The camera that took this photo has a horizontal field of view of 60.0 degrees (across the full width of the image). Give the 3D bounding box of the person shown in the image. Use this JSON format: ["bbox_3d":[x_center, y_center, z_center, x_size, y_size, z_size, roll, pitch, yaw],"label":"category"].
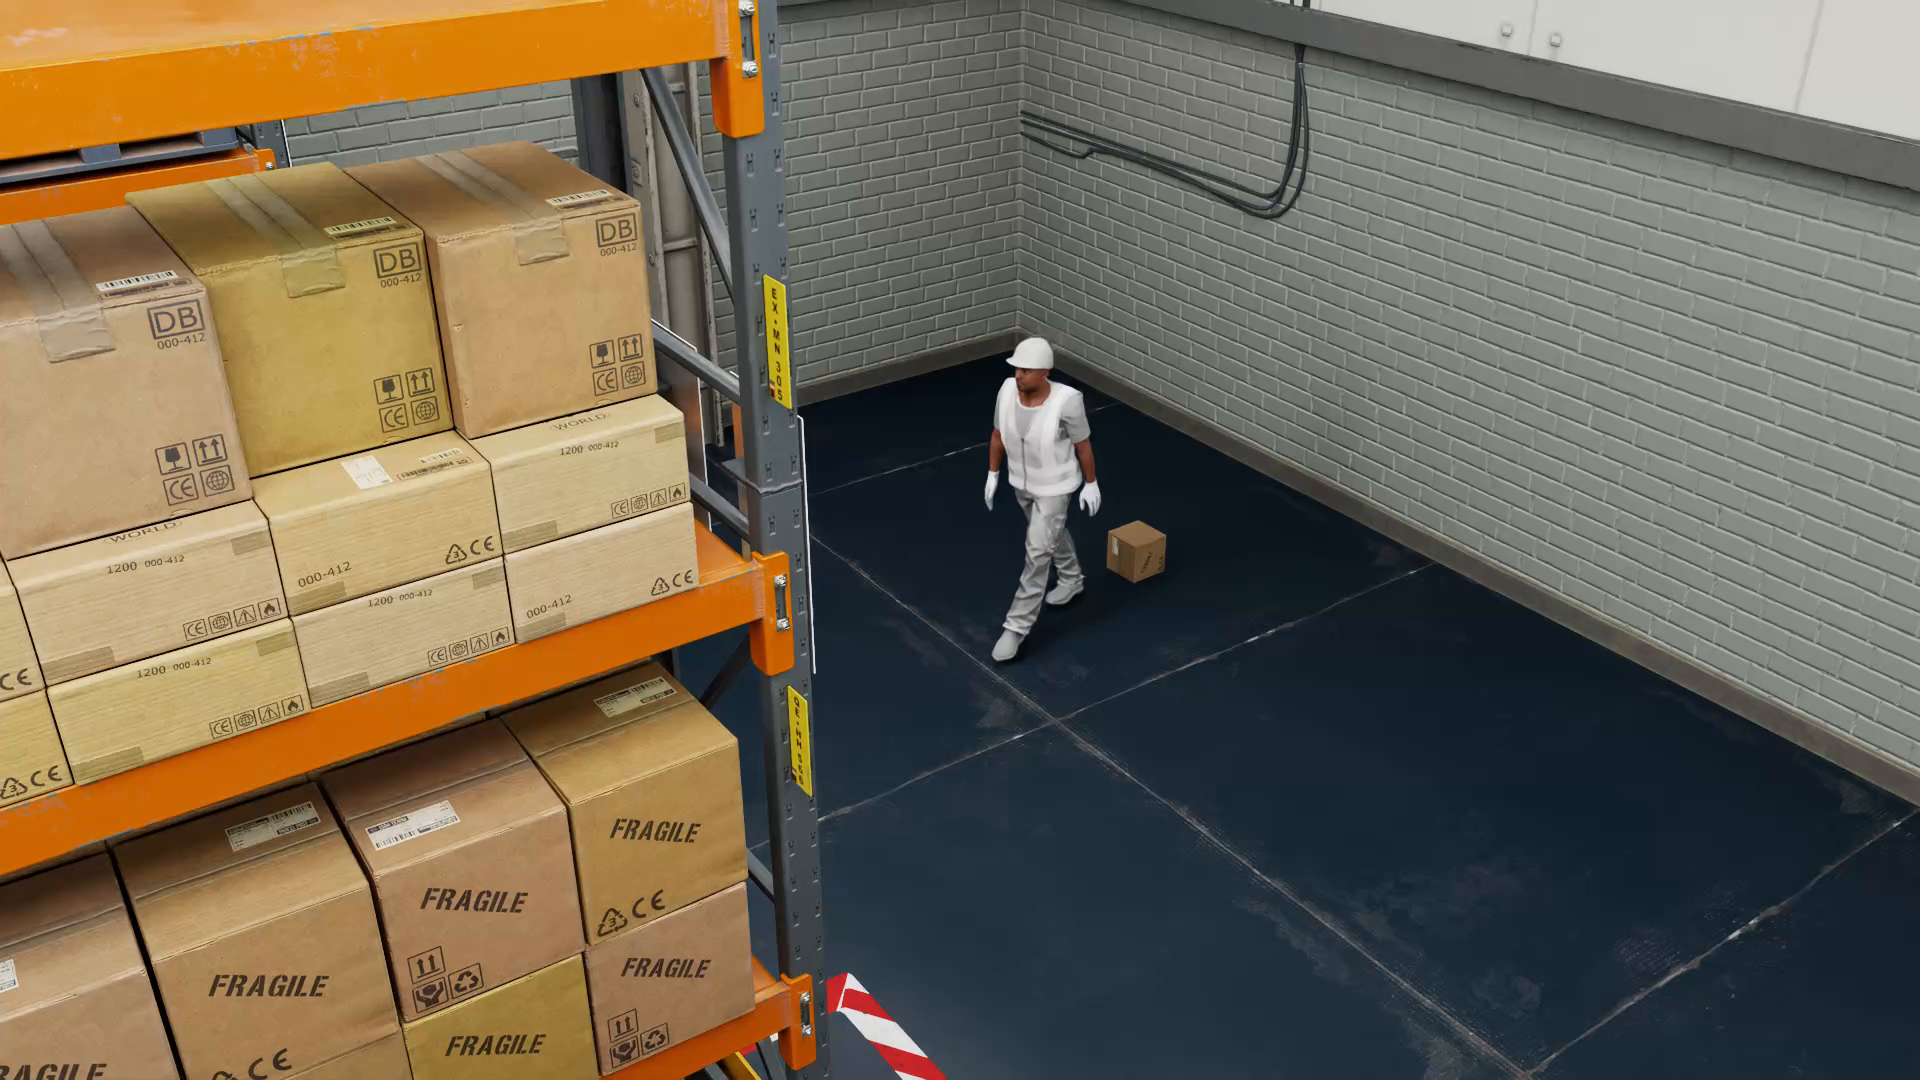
[{"bbox_3d":[0.399,-0.302,9.141,0.592,1.722,0.954,24,37,37],"label":"person"}]
